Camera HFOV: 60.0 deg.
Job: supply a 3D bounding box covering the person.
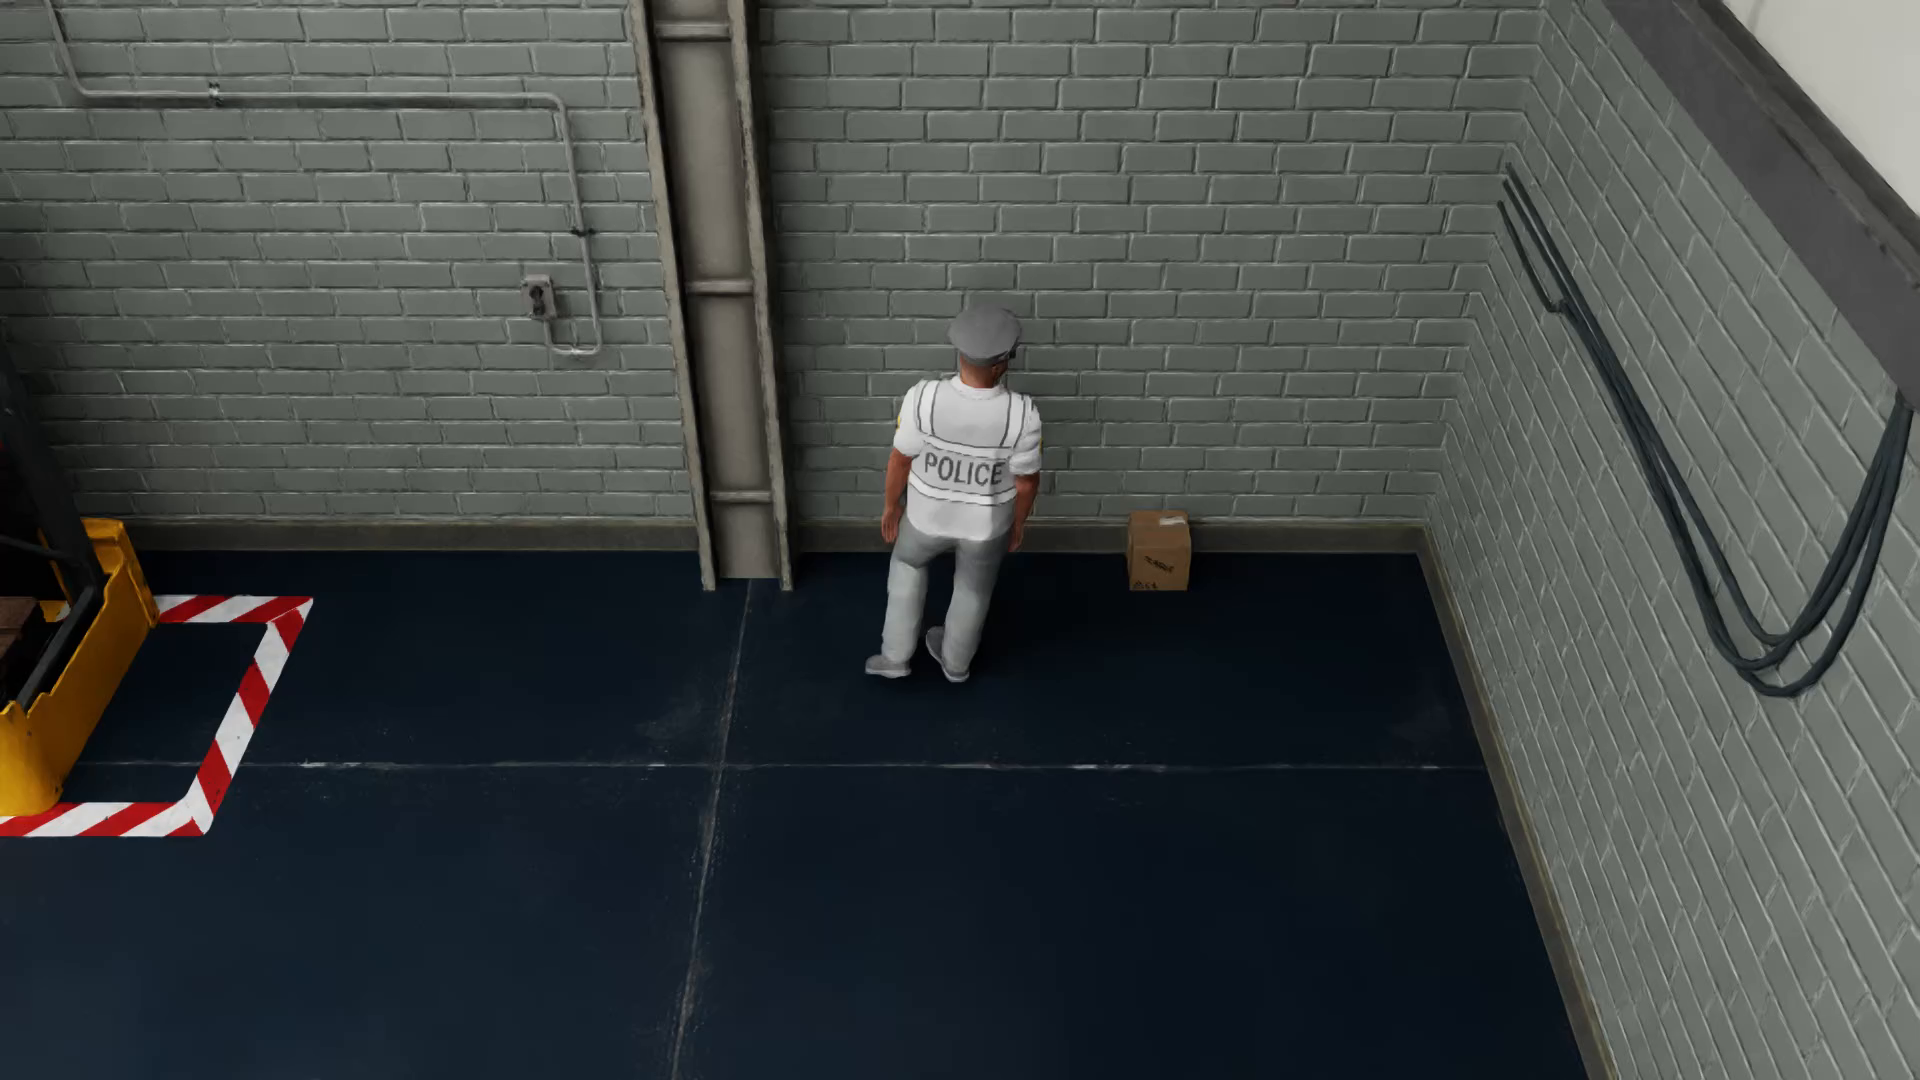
[{"bbox_3d":[-0.042,-0.126,6.317,0.700,1.776,0.455,3,39,4],"label":"person"}]
